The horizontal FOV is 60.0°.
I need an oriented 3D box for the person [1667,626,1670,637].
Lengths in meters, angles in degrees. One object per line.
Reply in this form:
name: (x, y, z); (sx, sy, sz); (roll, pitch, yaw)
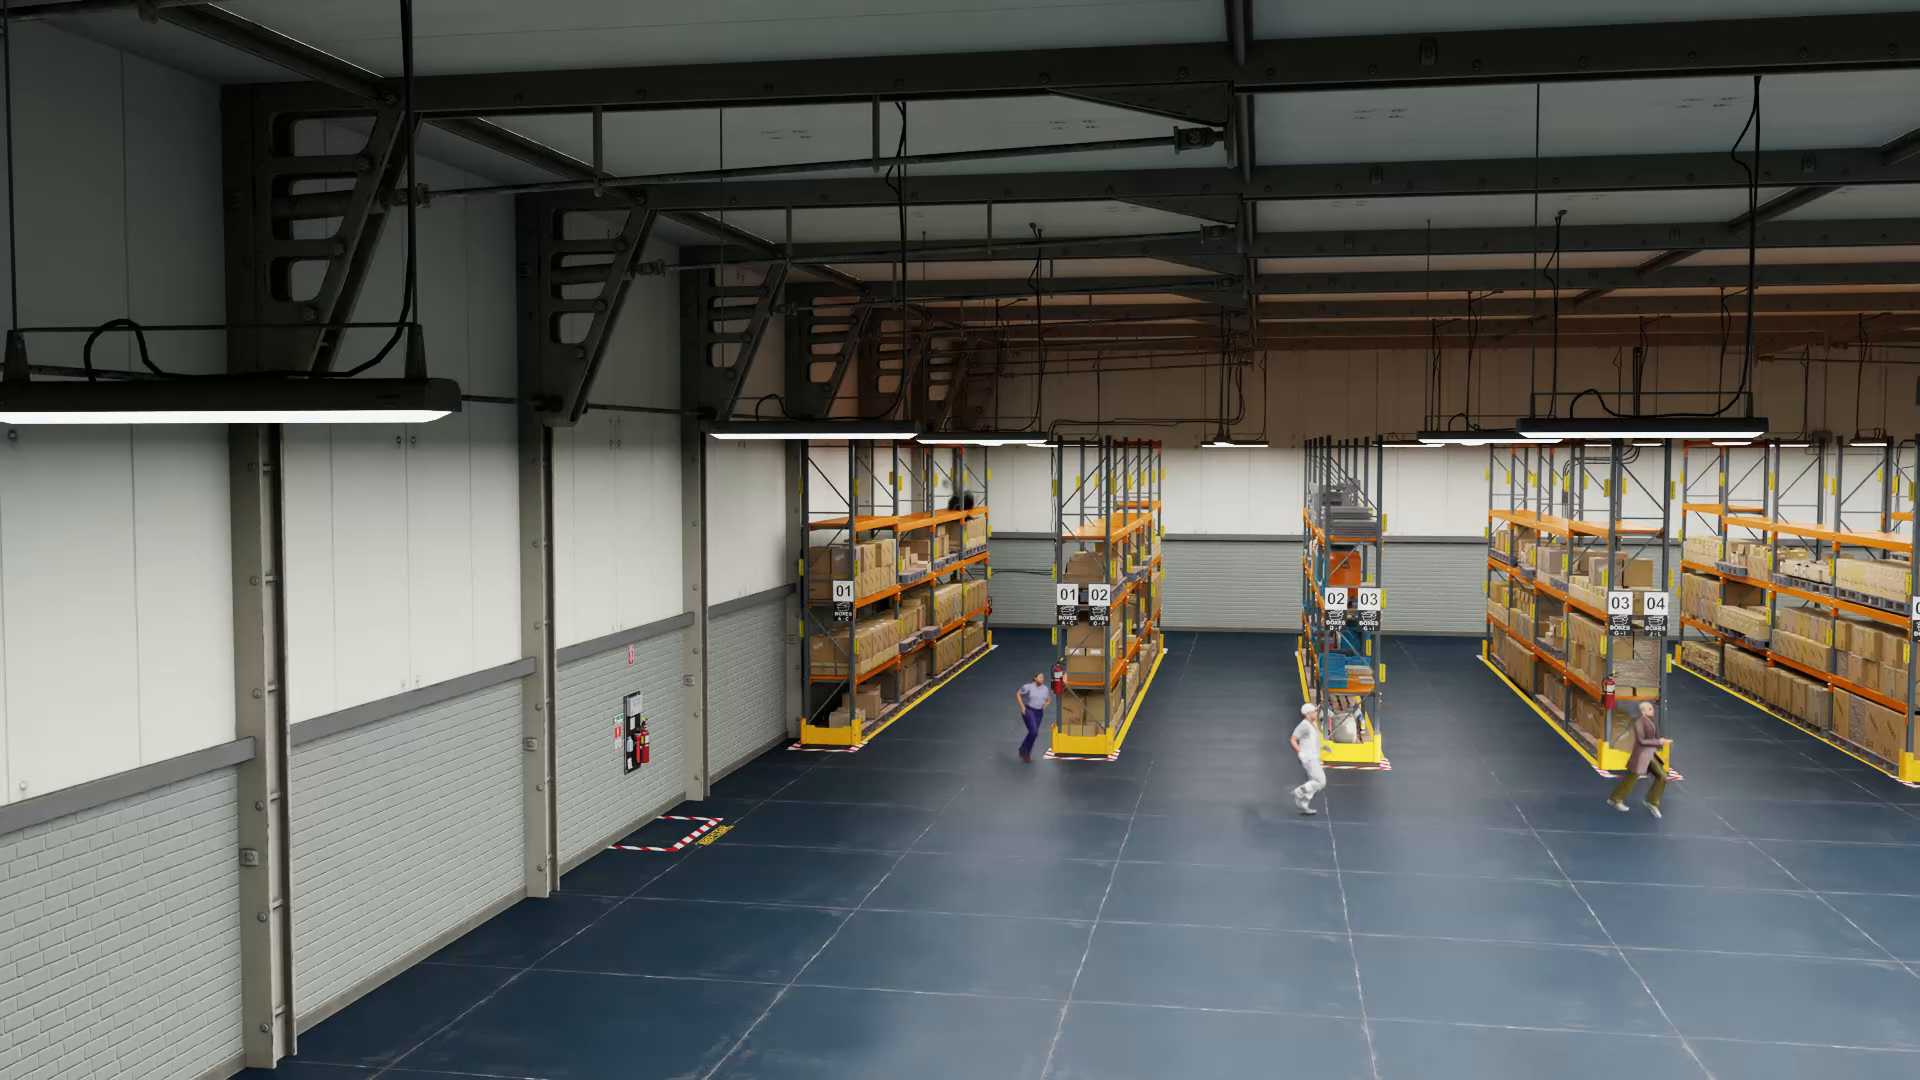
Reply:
person: (17.451, 2.583, 41.692); (0.614, 1.705, 0.786); (0, 3, 7)

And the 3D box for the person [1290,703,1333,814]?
person: (5.529, 3.437, 26.104); (0.587, 1.739, 0.656); (2, 4, 29)

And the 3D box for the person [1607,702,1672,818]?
person: (10.675, 3.431, 26.032); (0.970, 1.826, 0.730); (3, 4, 45)

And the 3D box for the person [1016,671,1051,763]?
person: (1.365, 3.266, 30.744); (0.643, 1.670, 0.653); (-2, 4, -33)
